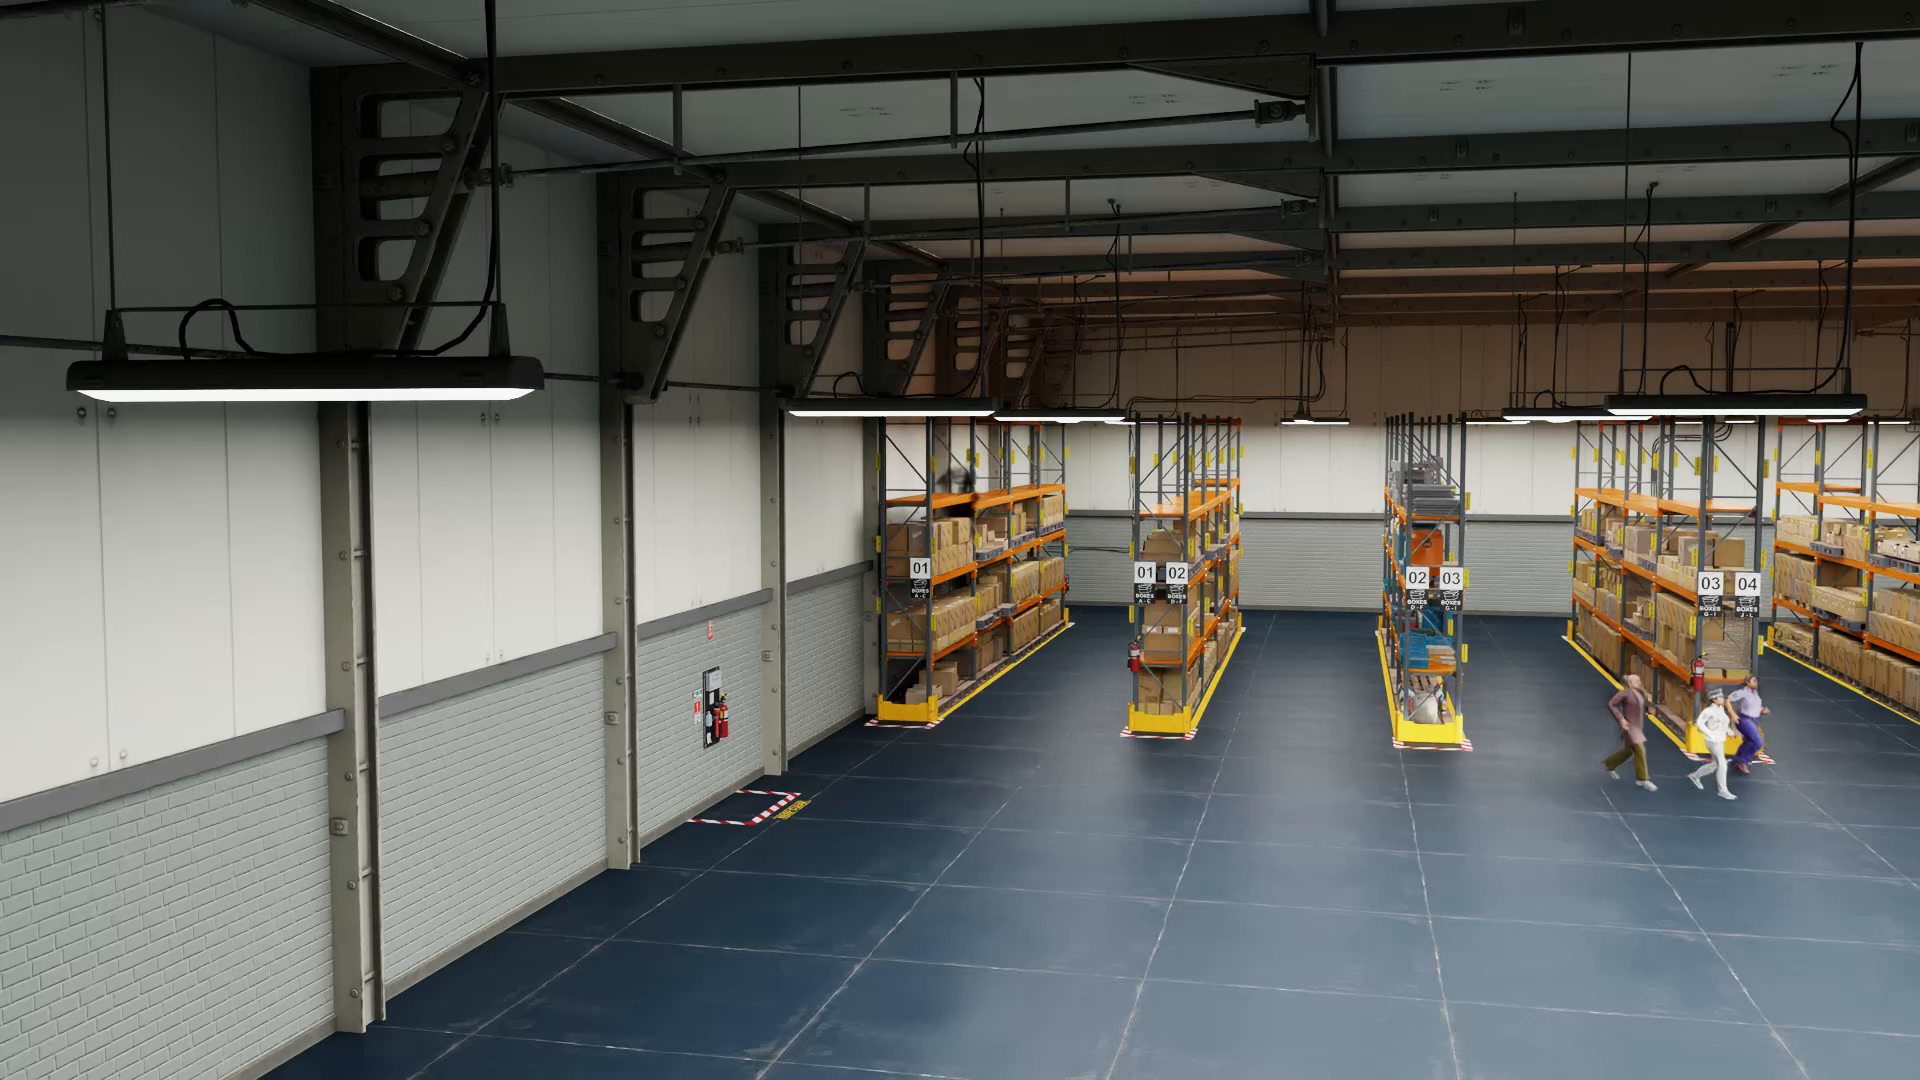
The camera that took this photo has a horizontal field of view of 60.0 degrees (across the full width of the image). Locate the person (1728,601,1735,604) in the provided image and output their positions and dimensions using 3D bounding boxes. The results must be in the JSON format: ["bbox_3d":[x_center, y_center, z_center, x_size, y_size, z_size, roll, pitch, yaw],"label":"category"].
[{"bbox_3d":[19.701,1.978,42.288,0.657,1.836,0.742,1,4,15],"label":"person"}]

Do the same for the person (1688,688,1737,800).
[{"bbox_3d":[11.696,3.125,25.808,0.623,1.676,0.756,-4,5,-44],"label":"person"}]

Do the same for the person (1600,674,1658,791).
[{"bbox_3d":[10.720,3.033,26.565,0.686,1.804,0.988,-3,5,-41],"label":"person"}]

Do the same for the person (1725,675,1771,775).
[{"bbox_3d":[13.059,3.051,27.480,0.601,1.644,0.641,-3,5,-39],"label":"person"}]
